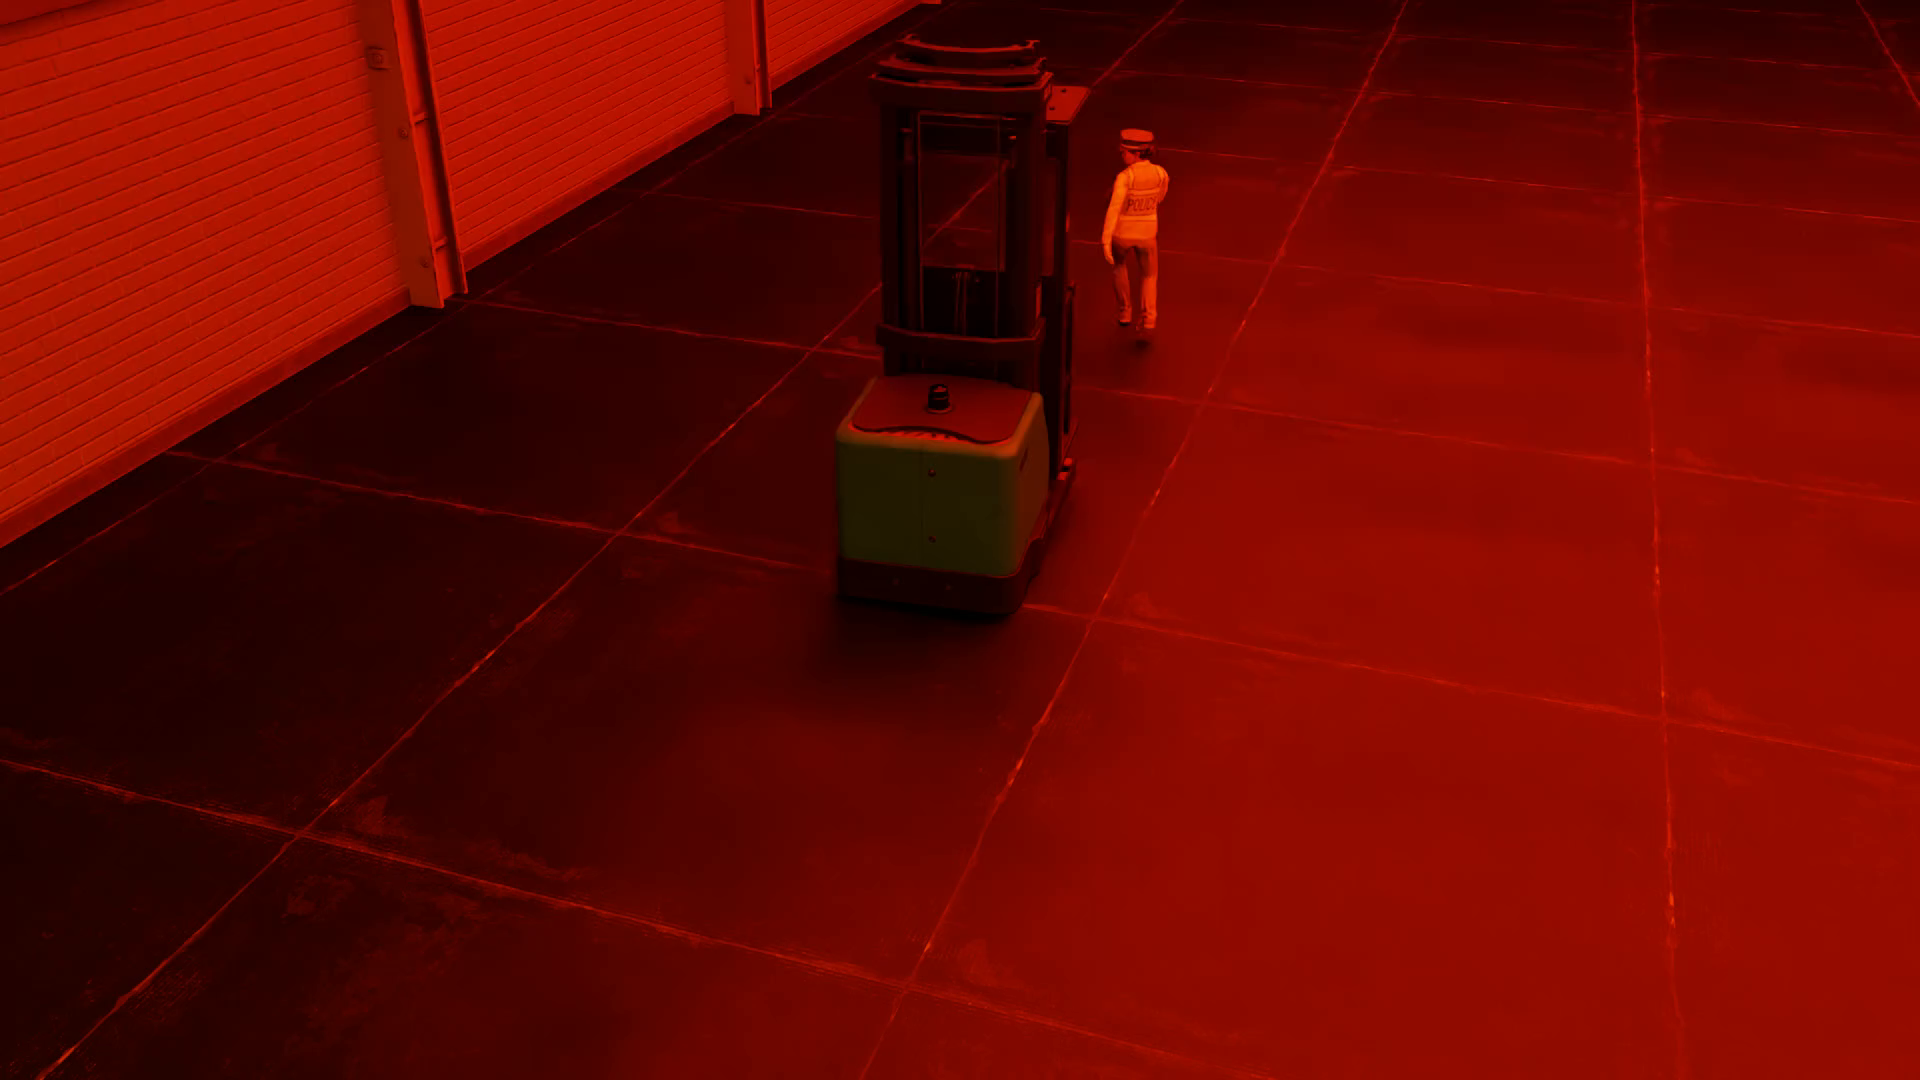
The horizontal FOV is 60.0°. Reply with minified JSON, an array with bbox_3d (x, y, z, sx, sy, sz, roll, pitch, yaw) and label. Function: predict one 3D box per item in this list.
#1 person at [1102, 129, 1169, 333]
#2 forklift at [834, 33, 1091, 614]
[{"bbox_3d":[1.297,-2.312,12.576,0.541,1.589,0.768,-2,30,-3],"label":"person"},{"bbox_3d":[0.135,-1.576,9.902,1.130,2.935,3.031,7,30,11],"label":"forklift"}]
